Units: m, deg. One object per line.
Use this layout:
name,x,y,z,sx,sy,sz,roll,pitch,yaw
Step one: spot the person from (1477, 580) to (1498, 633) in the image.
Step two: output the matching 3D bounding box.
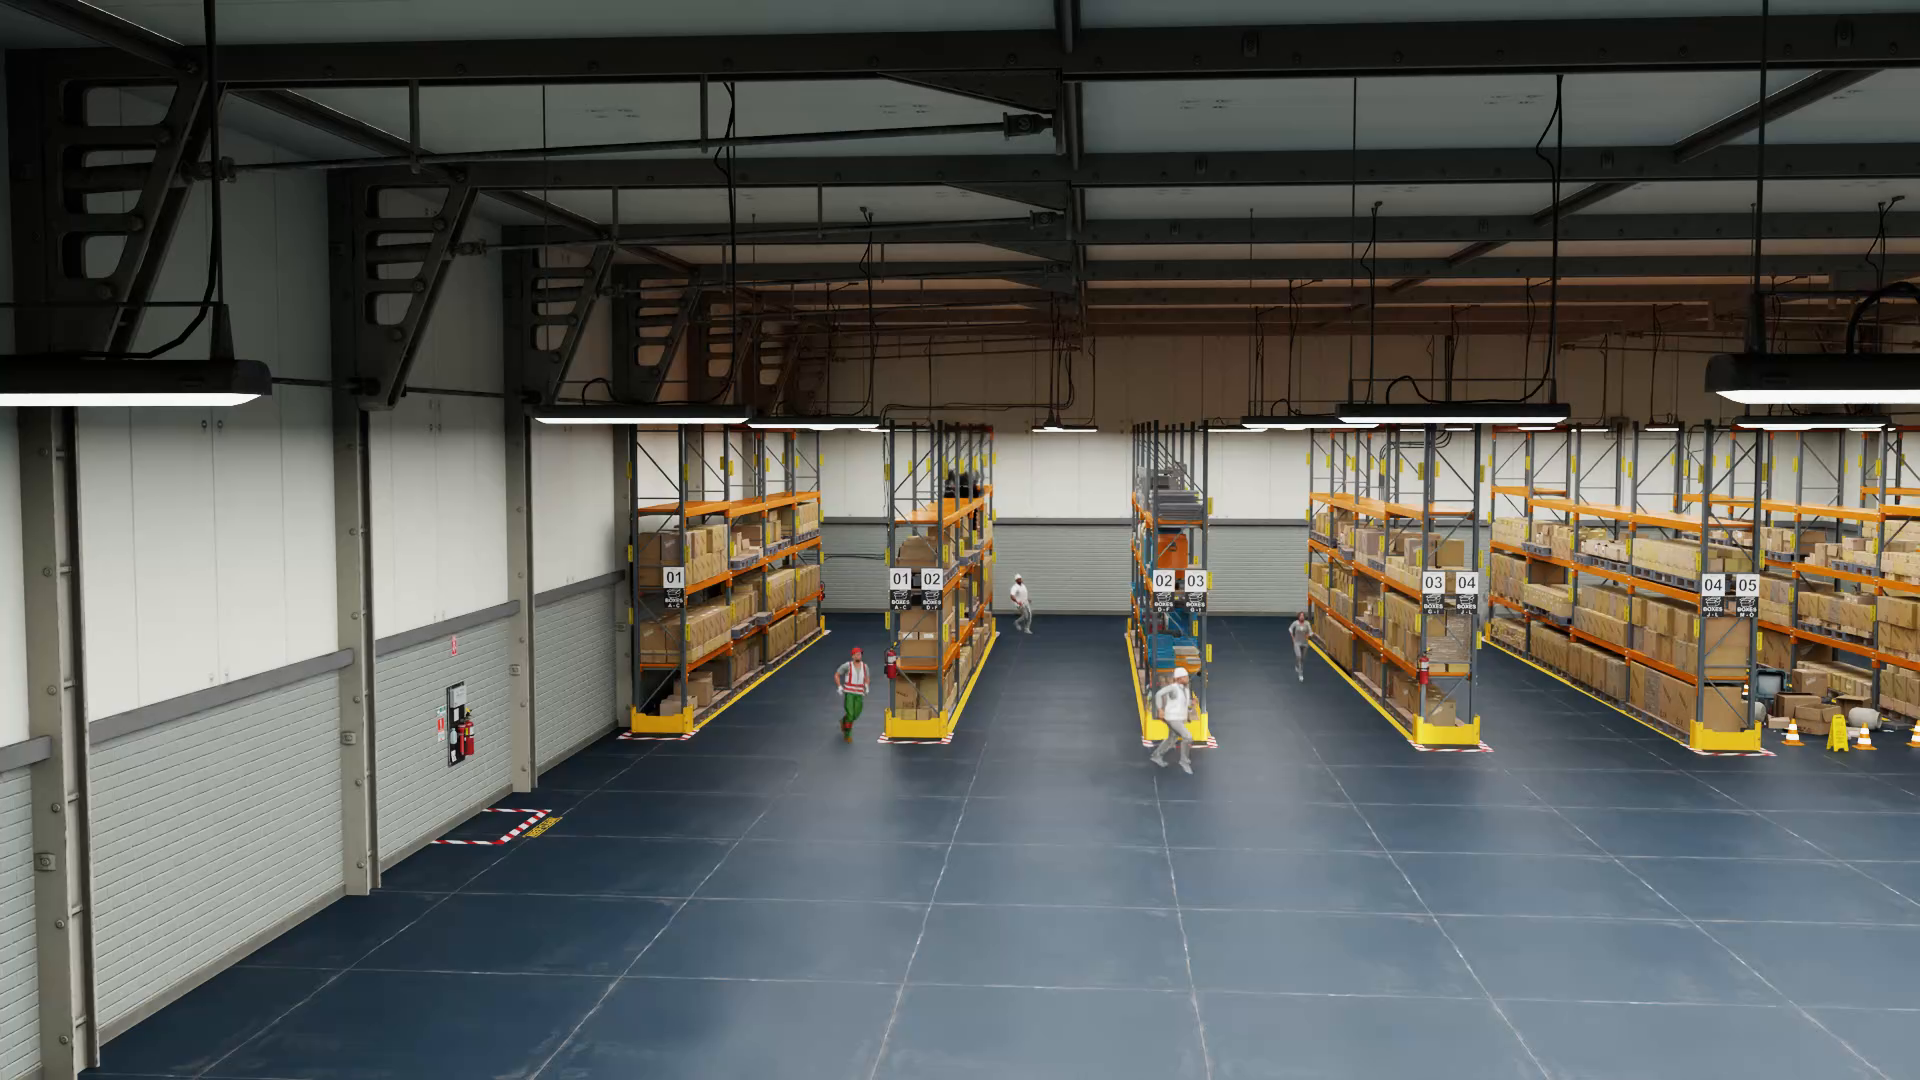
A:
person,15.144,1.887,47.622,0.873,1.643,0.659,2,4,27

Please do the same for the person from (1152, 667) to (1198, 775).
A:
person,3.639,3.059,28.236,0.851,1.815,0.679,3,4,35

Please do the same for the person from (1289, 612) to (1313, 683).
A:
person,7.993,2.469,38.918,0.505,1.612,1.004,0,4,-3

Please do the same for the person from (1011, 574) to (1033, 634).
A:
person,1.780,1.850,47.877,0.614,1.727,0.757,3,5,37

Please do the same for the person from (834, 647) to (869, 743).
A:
person,-2.019,2.893,31.300,0.701,1.759,0.727,-2,4,-27
